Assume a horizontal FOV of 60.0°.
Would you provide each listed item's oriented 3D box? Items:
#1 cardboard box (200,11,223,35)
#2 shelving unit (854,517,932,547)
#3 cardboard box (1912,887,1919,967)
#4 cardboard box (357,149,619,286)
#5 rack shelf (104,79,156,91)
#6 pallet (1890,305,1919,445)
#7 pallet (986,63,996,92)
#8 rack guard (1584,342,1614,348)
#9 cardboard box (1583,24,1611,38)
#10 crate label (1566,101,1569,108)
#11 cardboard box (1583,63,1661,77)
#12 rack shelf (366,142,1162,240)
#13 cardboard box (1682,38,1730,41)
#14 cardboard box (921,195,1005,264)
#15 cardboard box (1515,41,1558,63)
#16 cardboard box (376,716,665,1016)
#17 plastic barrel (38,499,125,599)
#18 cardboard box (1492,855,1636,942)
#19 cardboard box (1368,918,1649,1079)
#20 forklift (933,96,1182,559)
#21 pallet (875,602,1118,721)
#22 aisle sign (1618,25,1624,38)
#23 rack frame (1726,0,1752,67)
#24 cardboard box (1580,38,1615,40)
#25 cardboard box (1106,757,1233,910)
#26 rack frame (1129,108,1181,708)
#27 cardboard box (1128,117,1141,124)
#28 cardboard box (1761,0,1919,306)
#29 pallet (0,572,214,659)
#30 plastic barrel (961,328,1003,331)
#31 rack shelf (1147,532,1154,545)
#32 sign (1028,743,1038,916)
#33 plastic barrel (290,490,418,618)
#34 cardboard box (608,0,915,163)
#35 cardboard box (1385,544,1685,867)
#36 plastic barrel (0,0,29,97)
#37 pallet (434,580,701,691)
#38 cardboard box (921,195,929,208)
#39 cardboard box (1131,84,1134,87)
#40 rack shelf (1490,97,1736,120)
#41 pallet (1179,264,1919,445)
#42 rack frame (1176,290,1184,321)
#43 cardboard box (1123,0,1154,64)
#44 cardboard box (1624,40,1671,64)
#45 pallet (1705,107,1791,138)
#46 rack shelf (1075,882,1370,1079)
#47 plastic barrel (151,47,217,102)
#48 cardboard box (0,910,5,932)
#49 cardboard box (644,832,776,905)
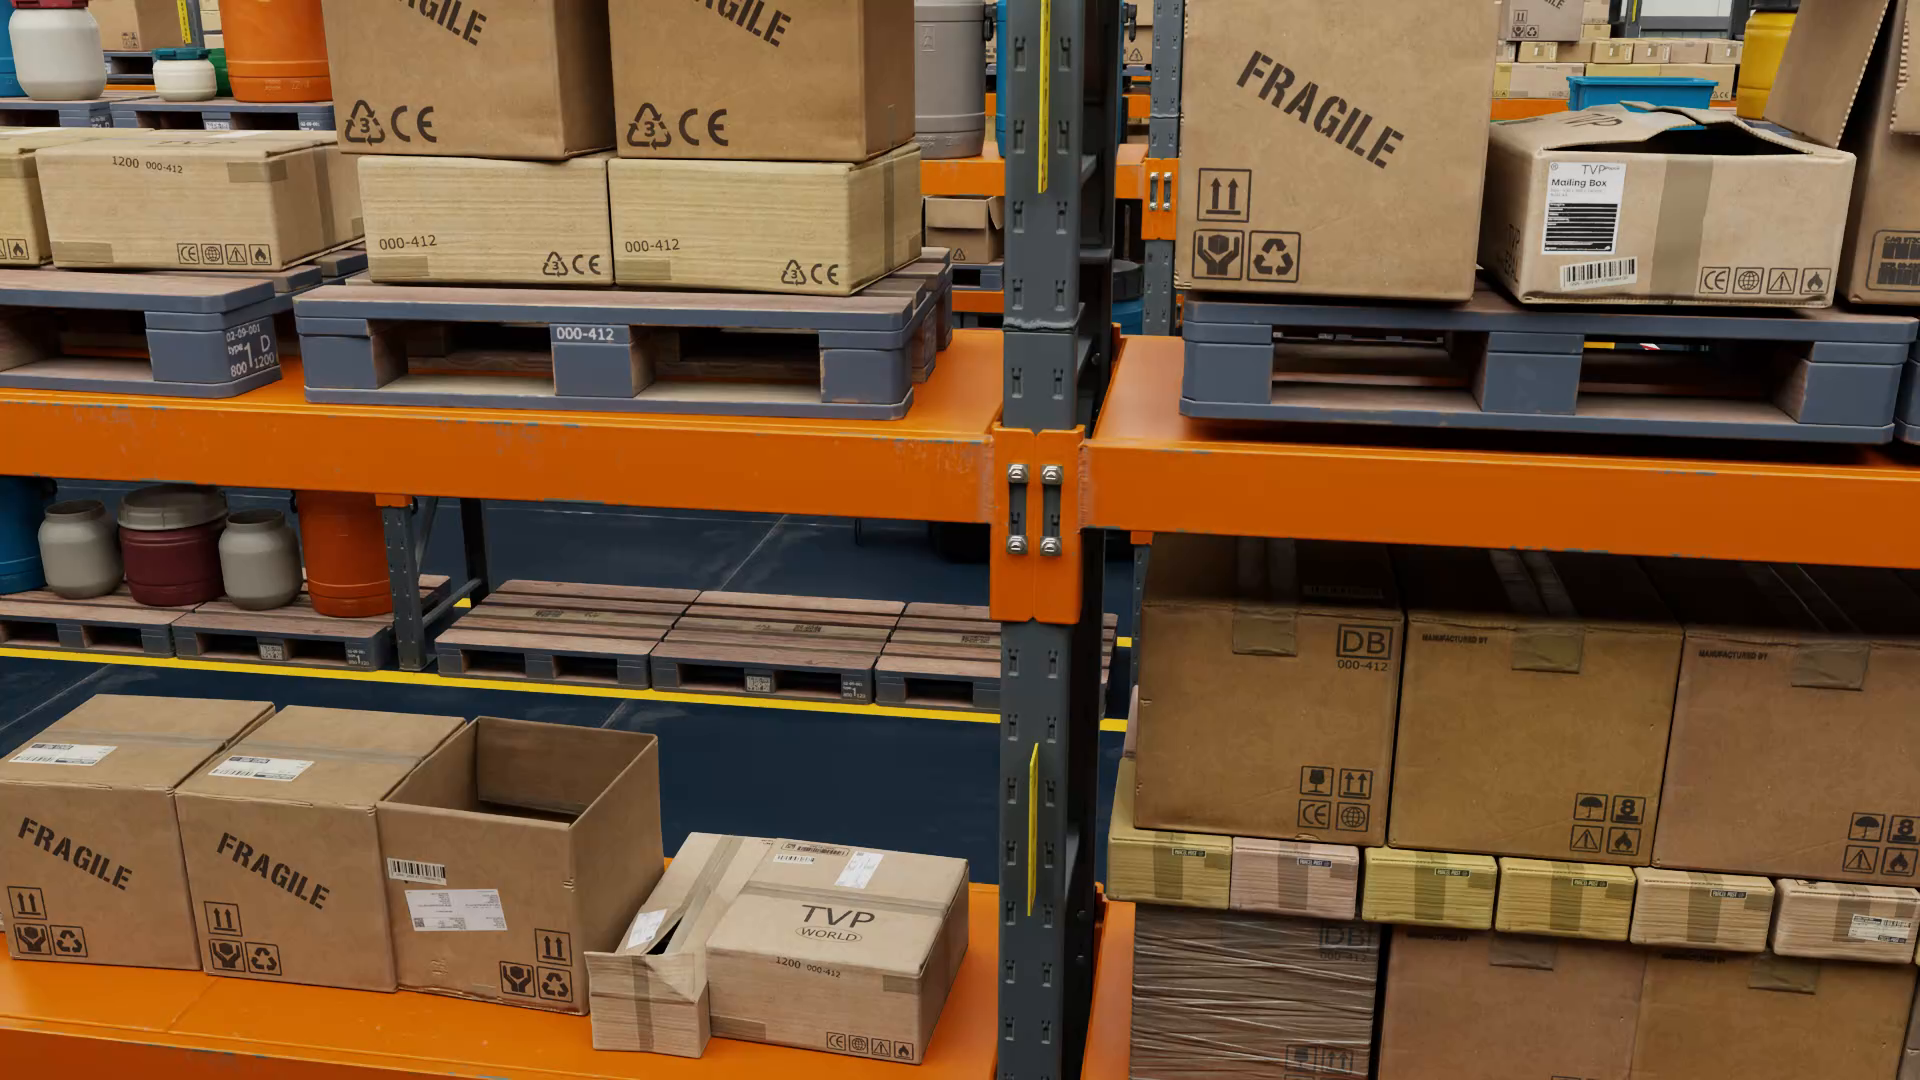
[{"bbox_3d":[-8.261,-5.815,18.677,0.500,0.250,0.500,3,19,8],"label":"cardboard box"},{"bbox_3d":[-0.449,-0.564,11.097,0.503,1.200,0.258,1,19,3],"label":"shelving unit"},{"bbox_3d":[1.982,0.696,3.317,0.250,0.149,0.380,3,19,8],"label":"cardboard box"},{"bbox_3d":[-0.932,-0.712,3.550,0.500,0.250,0.500,1,19,3],"label":"cardboard box"},{"bbox_3d":[-8.081,-3.788,14.304,4.000,0.370,1.077,3,19,9],"label":"rack shelf"},{"bbox_3d":[2.265,-0.384,3.135,1.213,0.211,1.003,3,19,9],"label":"pallet"},{"bbox_3d":[0.175,-3.653,13.061,1.003,0.211,1.213,3,19,9],"label":"pallet"},{"bbox_3d":[6.652,-2.365,17.582,0.348,0.500,1.175,3,19,9],"label":"rack guard"},{"bbox_3d":[6.246,-5.012,16.403,0.250,0.149,0.380,3,19,9],"label":"cardboard box"},{"bbox_3d":[3.160,-2.000,8.061,0.408,0.251,0.502,3,19,9],"label":"crate label"},{"bbox_3d":[4.732,-3.323,12.015,0.500,0.250,0.500,3,19,9],"label":"cardboard box"},{"bbox_3d":[-0.968,-1.834,8.463,4.000,0.370,1.077,3,19,9],"label":"rack shelf"},{"bbox_3d":[5.507,-3.629,12.303,0.250,0.149,0.380,3,19,8],"label":"cardboard box"},{"bbox_3d":[0.066,-2.510,13.253,0.637,0.503,0.797,5,19,14],"label":"cardboard box"},{"bbox_3d":[4.135,-3.527,11.997,0.250,0.149,0.380,2,19,6],"label":"cardboard box"},{"bbox_3d":[-1.058,0.782,4.081,0.500,0.500,0.500,4,19,13],"label":"cardboard box"},{"bbox_3d":[-5.115,0.051,9.683,0.421,0.512,0.421,0,18,0],"label":"plastic barrel"},{"bbox_3d":[1.214,0.657,3.433,0.250,0.149,0.380,3,19,8],"label":"cardboard box"},{"bbox_3d":[1.178,0.897,3.737,0.500,0.500,0.700,3,19,8],"label":"cardboard box"},{"bbox_3d":[1.333,-1.430,10.957,3.031,2.935,1.130,-1,19,-3],"label":"forklift"},{"bbox_3d":[0.225,0.643,9.049,1.213,0.211,1.003,3,19,9],"label":"pallet"},{"bbox_3d":[6.746,-4.874,17.047,0.004,0.787,0.394,3,19,9],"label":"aisle sign"},{"bbox_3d":[5.742,-4.847,11.608,0.127,3.000,1.000,3,19,9],"label":"rack frame"},{"bbox_3d":[4.739,-3.683,12.463,0.250,0.149,0.380,4,19,11],"label":"cardboard box"},{"bbox_3d":[0.452,0.619,3.546,0.250,0.149,0.380,3,19,9],"label":"cardboard box"},{"bbox_3d":[1.007,-0.652,8.524,0.127,3.000,1.000,3,19,9],"label":"rack frame"},{"bbox_3d":[1.680,-4.322,17.761,0.500,0.500,0.700,3,19,8],"label":"cardboard box"},{"bbox_3d":[1.823,-0.715,2.940,0.637,0.503,0.797,5,19,15],"label":"cardboard box"},{"bbox_3d":[-4.929,0.380,9.834,1.213,0.211,1.003,3,19,9],"label":"pallet"},{"bbox_3d":[0.097,-0.833,8.852,0.433,0.535,0.433,0,18,0],"label":"plastic barrel"},{"bbox_3d":[2.981,-0.210,8.338,4.000,0.370,1.077,3,19,9],"label":"rack shelf"},{"bbox_3d":[0.141,0.559,3.206,0.005,0.325,0.100,3,19,9],"label":"sign"},{"bbox_3d":[-3.428,-0.043,9.461,0.708,0.830,0.600,3,19,9],"label":"plastic barrel"},{"bbox_3d":[-0.385,-1.050,3.379,0.500,0.500,0.500,3,19,9],"label":"cardboard box"},{"bbox_3d":[1.156,0.282,3.530,0.500,0.500,0.700,3,19,9],"label":"cardboard box"},{"bbox_3d":[-5.183,-2.876,8.992,0.708,0.901,0.600,3,19,9],"label":"plastic barrel"},{"bbox_3d":[-2.184,0.520,9.416,1.213,0.211,1.003,3,19,9],"label":"pallet"},{"bbox_3d":[-0.368,-3.869,17.982,0.500,0.500,0.500,3,19,8],"label":"cardboard box"},{"bbox_3d":[2.190,-5.987,22.158,0.250,0.149,0.380,2,19,7],"label":"cardboard box"},{"bbox_3d":[3.767,-3.184,12.499,4.000,0.370,1.077,3,19,9],"label":"rack shelf"},{"bbox_3d":[1.064,-0.446,3.321,1.213,0.211,1.003,3,19,9],"label":"pallet"},{"bbox_3d":[1.792,-2.204,13.162,0.127,3.000,1.000,3,19,9],"label":"rack frame"},{"bbox_3d":[1.344,-3.929,12.766,0.637,0.503,0.797,2,19,6],"label":"cardboard box"},{"bbox_3d":[4.892,-3.488,11.882,0.250,0.149,0.380,2,19,6],"label":"cardboard box"},{"bbox_3d":[4.155,-1.856,7.693,1.213,0.211,1.003,3,19,9],"label":"pallet"},{"bbox_3d":[2.192,1.341,3.700,4.000,0.370,1.077,3,19,9],"label":"rack shelf"},{"bbox_3d":[-4.024,-2.417,8.629,0.301,0.262,0.301,0,18,0],"label":"plastic barrel"},{"bbox_3d":[-2.464,0.864,4.389,0.250,0.149,0.380,4,19,13],"label":"cardboard box"},{"bbox_3d":[-0.625,0.910,4.252,0.250,0.149,0.380,3,19,9],"label":"cardboard box"}]
